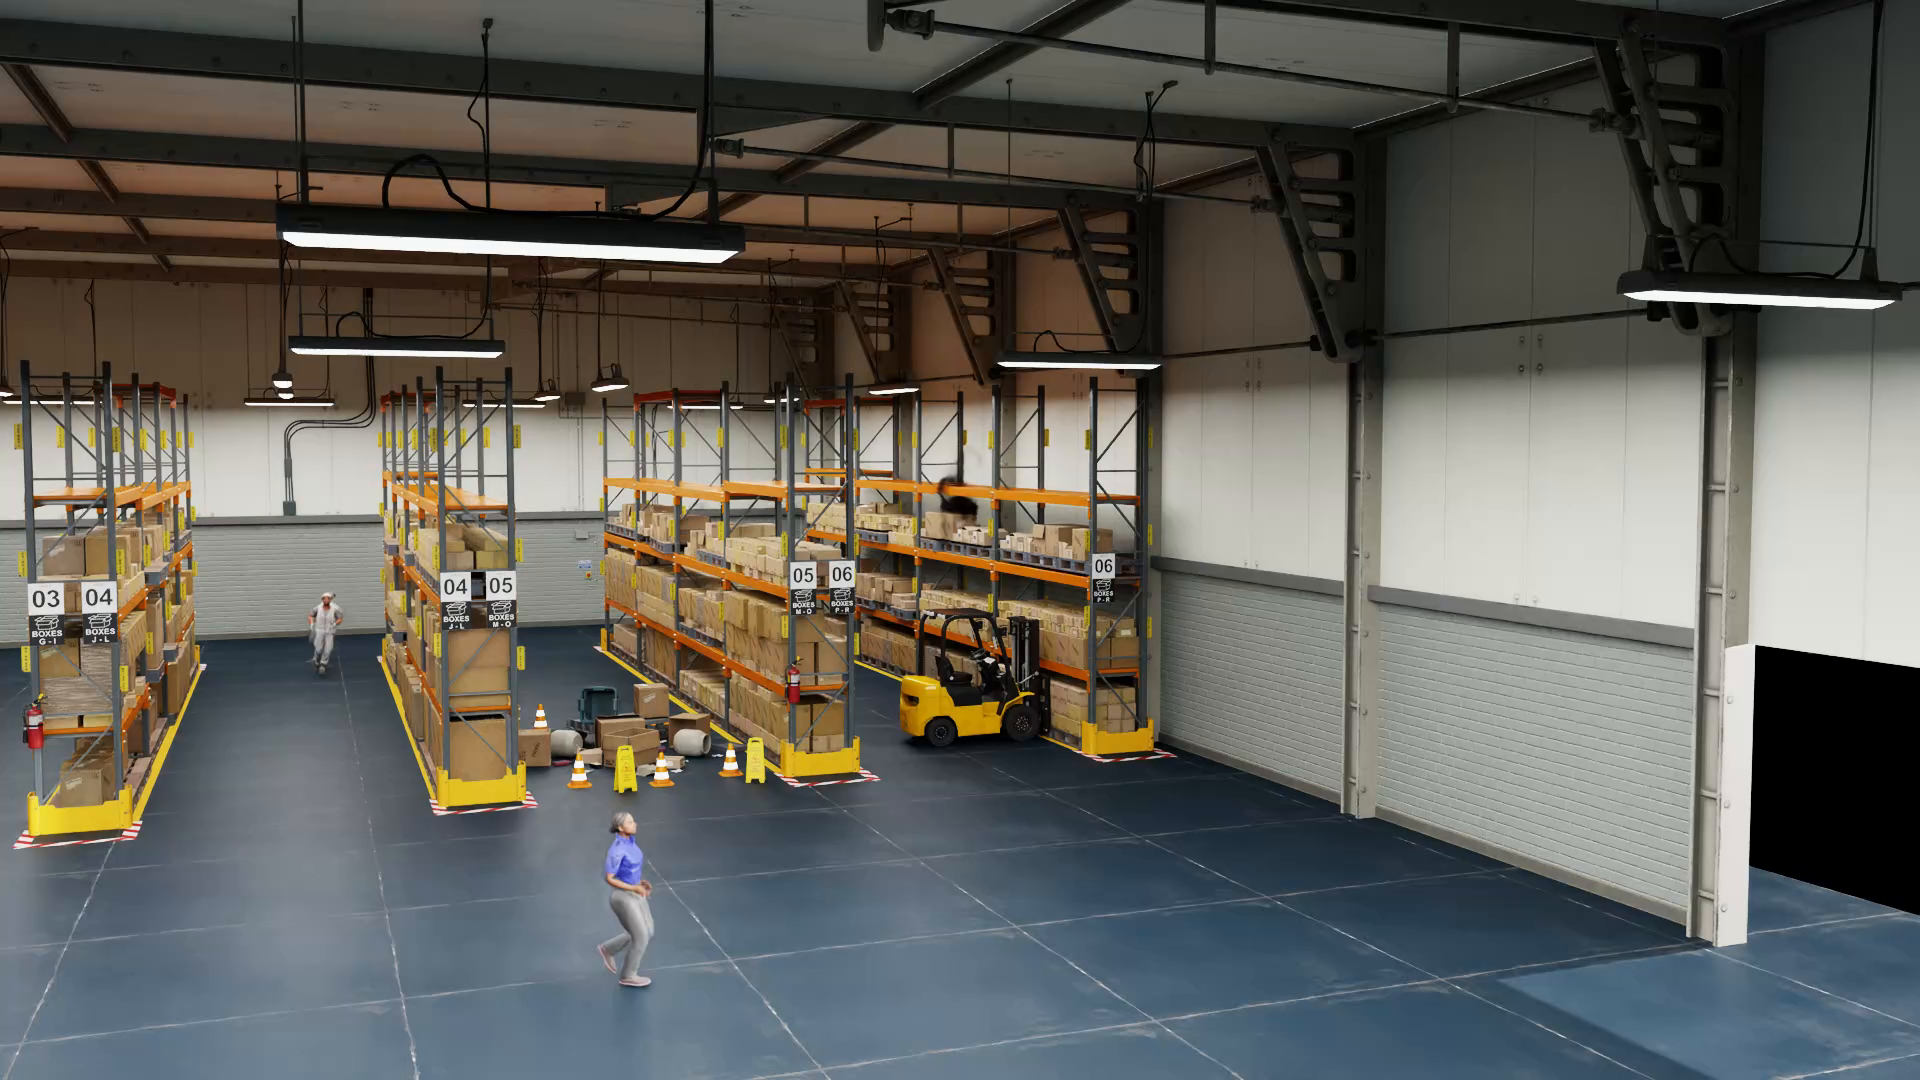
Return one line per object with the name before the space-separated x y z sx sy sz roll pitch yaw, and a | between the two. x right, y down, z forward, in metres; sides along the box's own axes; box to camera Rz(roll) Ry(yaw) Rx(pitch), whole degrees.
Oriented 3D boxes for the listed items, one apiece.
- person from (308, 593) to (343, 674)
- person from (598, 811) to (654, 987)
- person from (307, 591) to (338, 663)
person | -13.485 1.994 35.409 0.647 1.740 0.522 -1 4 -21
person | -3.059 3.281 15.232 0.563 1.603 0.573 0 3 6
person | -14.322 1.943 37.380 0.655 1.609 0.536 2 4 26
